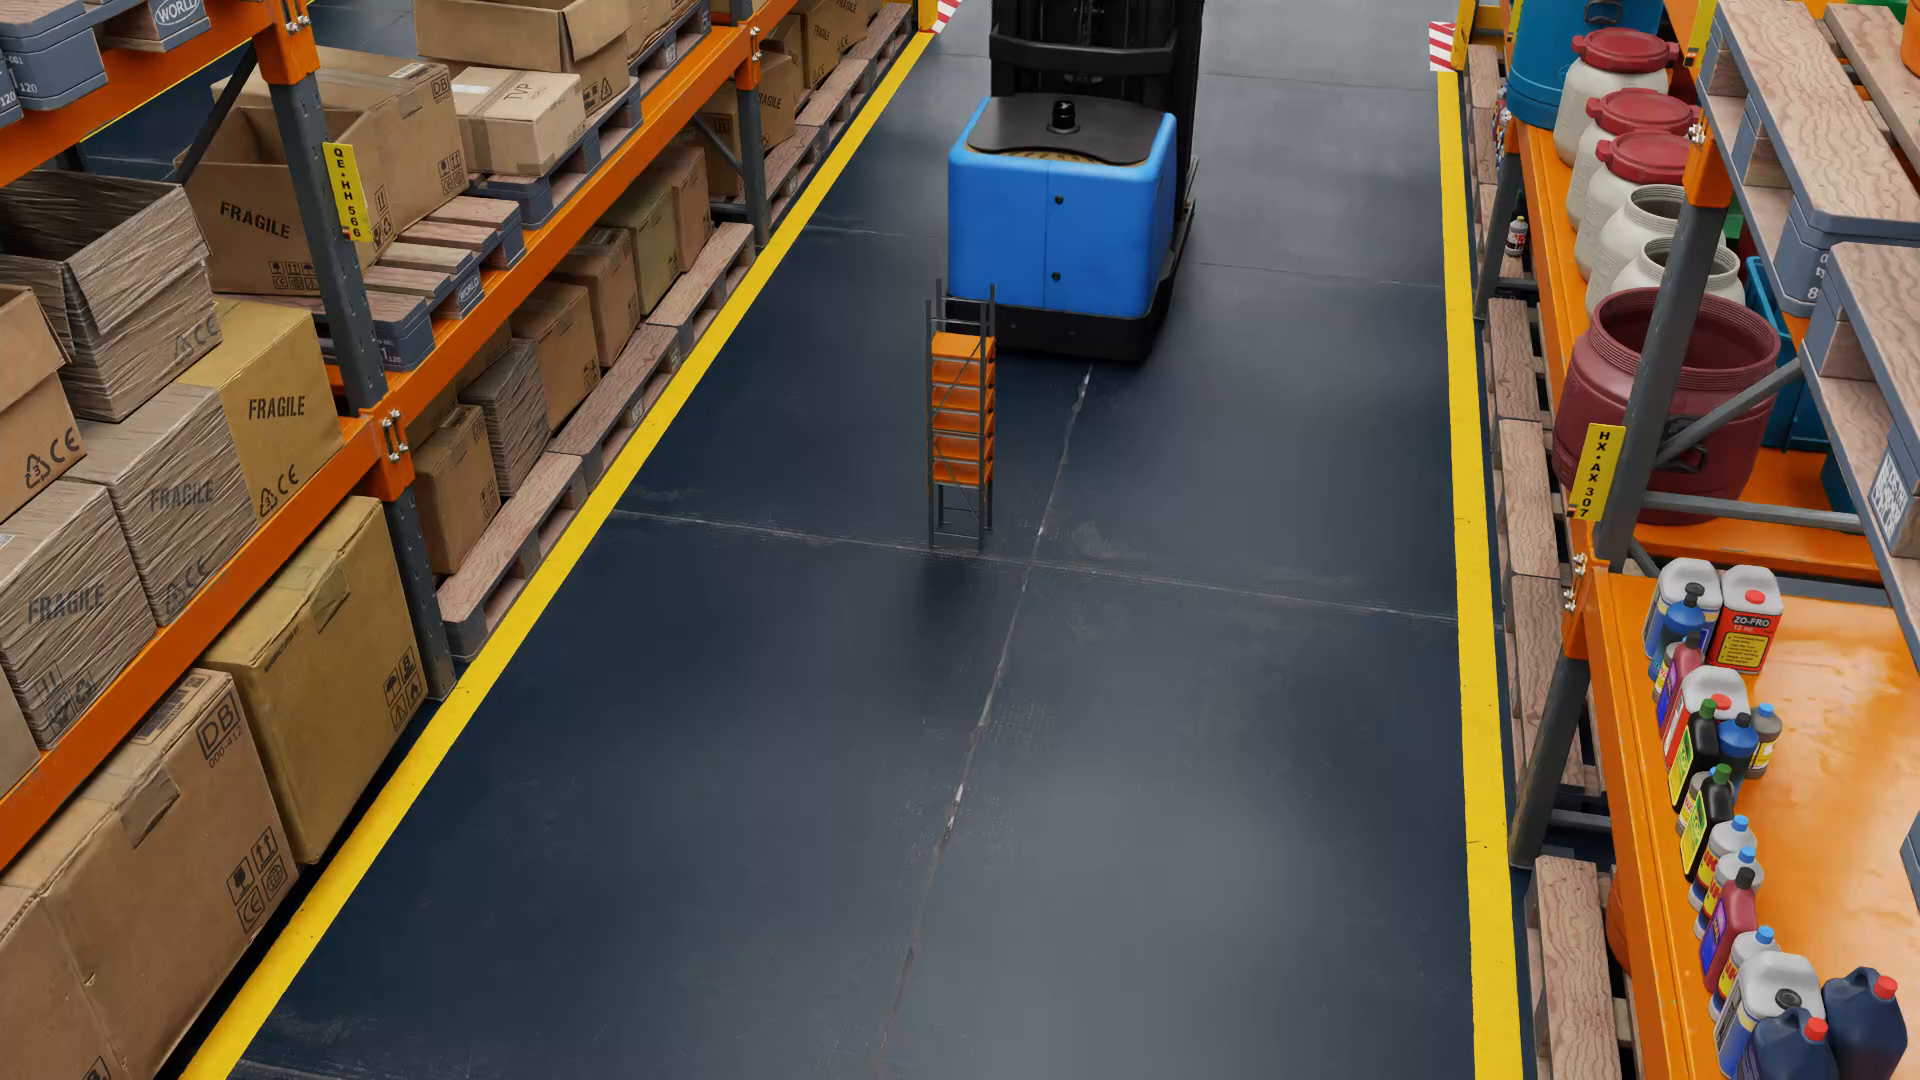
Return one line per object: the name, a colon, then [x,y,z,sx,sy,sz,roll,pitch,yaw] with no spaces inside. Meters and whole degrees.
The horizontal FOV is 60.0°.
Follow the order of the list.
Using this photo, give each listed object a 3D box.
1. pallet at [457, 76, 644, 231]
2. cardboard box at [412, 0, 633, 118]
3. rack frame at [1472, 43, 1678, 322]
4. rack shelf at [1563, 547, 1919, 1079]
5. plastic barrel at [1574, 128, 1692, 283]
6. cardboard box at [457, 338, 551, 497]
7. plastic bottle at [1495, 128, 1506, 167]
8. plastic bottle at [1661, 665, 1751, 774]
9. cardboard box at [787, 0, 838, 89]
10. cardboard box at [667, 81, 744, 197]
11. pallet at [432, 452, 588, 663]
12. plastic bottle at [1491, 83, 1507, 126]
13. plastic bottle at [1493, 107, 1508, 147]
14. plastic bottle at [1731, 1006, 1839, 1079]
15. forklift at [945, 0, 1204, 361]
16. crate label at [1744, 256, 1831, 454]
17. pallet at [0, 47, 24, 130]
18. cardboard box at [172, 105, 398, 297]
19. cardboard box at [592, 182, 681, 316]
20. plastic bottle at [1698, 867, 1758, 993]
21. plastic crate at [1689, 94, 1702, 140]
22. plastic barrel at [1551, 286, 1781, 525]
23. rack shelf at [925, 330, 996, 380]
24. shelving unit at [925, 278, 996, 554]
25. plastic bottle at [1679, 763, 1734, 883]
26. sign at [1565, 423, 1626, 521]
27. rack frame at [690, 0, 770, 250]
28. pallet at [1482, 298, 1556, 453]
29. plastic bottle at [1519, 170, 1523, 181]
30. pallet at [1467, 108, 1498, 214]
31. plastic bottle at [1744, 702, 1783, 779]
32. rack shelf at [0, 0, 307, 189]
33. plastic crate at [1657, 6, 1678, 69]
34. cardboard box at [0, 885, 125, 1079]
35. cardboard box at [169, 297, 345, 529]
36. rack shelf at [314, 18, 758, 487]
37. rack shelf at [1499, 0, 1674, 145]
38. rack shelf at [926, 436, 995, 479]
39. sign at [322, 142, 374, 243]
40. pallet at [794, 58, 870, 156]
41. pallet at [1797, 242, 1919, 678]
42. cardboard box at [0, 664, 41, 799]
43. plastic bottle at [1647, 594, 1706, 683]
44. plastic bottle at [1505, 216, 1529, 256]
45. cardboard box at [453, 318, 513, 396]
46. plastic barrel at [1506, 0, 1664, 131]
pallet: [-2.075,-1.746,7.267,1.003,0.211,1.213,7,37,10]
cardboard box: [-1.883,-2.184,7.261,0.797,0.503,0.637,11,37,15]
rack frame: [3.236,-2.356,7.945,1.000,3.000,0.127,7,37,10]
rack shelf: [1.954,1.375,3.410,1.077,0.370,4.000,7,37,10]
plastic barrel: [2.568,-1.222,6.264,0.433,0.535,0.433,0,36,0]
cardboard box: [-2.228,-0.556,7.216,0.700,0.500,0.500,4,36,6]
plastic bottle: [3.260,-2.352,9.890,0.097,0.271,0.097,0,36,0]
plastic bottle: [1.874,0.460,4.165,0.152,0.276,0.135,7,37,10]
cardboard box: [-1.145,-3.369,11.114,0.500,0.500,0.500,11,37,14]
cardboard box: [-1.479,-2.359,9.721,0.500,0.500,0.500,6,36,9]
pallet: [-2.289,-0.003,7.074,1.003,0.211,1.213,7,37,10]
plastic bottle: [3.398,-2.722,10.400,0.097,0.271,0.097,0,36,0]
plastic bottle: [3.325,-2.526,10.129,0.097,0.271,0.097,0,36,0]
plastic bottle: [1.639,1.051,3.286,0.144,0.351,0.185,7,37,10]
forklift: [0.764,-2.951,8.824,1.130,2.935,3.031,8,37,11]
crate label: [2.858,-0.613,5.510,0.502,0.435,0.616,7,37,10]
pallet: [-2.779,-0.805,3.409,1.003,0.211,1.213,9,37,12]
cardboard box: [-2.381,-1.209,5.919,0.500,0.500,0.500,3,36,4]
cardboard box: [-1.876,-1.523,8.550,0.700,0.500,0.500,7,37,10]
plastic bottle: [1.682,0.849,3.623,0.061,0.283,0.133,7,37,10]
plastic crate: [3.304,-1.678,7.023,0.392,0.384,0.575,7,37,10]
plastic barrel: [2.184,-0.422,5.160,0.600,0.536,0.708,7,37,10]
rack shelf: [0.003,-0.750,6.724,0.258,0.103,0.180,7,37,10]
shelving unit: [0.003,-0.494,6.909,0.258,1.200,0.189,7,37,10]
plastic bottle: [1.752,0.660,3.882,0.061,0.283,0.133,7,37,10]
sign: [1.842,-0.194,4.823,0.100,0.325,0.005,7,37,10]
rack frame: [-1.603,-2.977,8.802,1.000,3.000,0.127,7,37,10]
pallet: [3.106,-0.772,8.135,1.003,0.211,1.213,7,37,10]
plastic bottle: [3.133,-1.977,9.304,0.144,0.351,0.185,6,36,8]
pallet: [3.678,-2.309,10.255,1.003,0.211,1.213,7,37,10]
plastic bottle: [2.000,0.495,4.180,0.097,0.201,0.097,0,36,0]
rack shelf: [-2.885,-0.461,3.386,1.077,0.370,4.000,7,37,10]
plastic crate: [3.472,-2.615,8.355,0.767,0.338,0.504,7,37,10]
cardboard box: [-3.005,1.418,4.190,1.225,0.875,0.875,6,36,8]
cardboard box: [-2.321,-0.410,5.175,0.500,0.500,0.500,8,37,11]
rack shelf: [-2.030,-1.539,7.431,1.077,0.370,4.000,7,37,10]
rack shelf: [3.663,-3.212,9.738,1.077,0.370,4.000,7,37,10]
rack shelf: [0.003,-0.361,7.006,0.258,0.103,0.180,7,37,10]
sign: [-1.915,-1.085,5.204,0.100,0.325,0.005,7,37,10]
pallet: [-1.236,-2.939,11.125,1.003,0.211,1.213,7,37,10]
pallet: [1.838,-0.020,2.327,1.003,0.211,1.213,7,37,10]
cardboard box: [-2.650,0.464,3.968,0.500,0.500,0.500,8,37,11]
plastic bottle: [1.921,0.260,4.445,0.097,0.271,0.097,0,36,0]
plastic bottle: [3.009,-1.648,8.978,0.097,0.201,0.097,0,36,0]
cardboard box: [-2.240,-0.847,6.978,0.500,0.250,0.500,11,37,15]
plastic barrel: [2.857,-2.376,7.545,0.600,0.901,0.708,7,37,10]
